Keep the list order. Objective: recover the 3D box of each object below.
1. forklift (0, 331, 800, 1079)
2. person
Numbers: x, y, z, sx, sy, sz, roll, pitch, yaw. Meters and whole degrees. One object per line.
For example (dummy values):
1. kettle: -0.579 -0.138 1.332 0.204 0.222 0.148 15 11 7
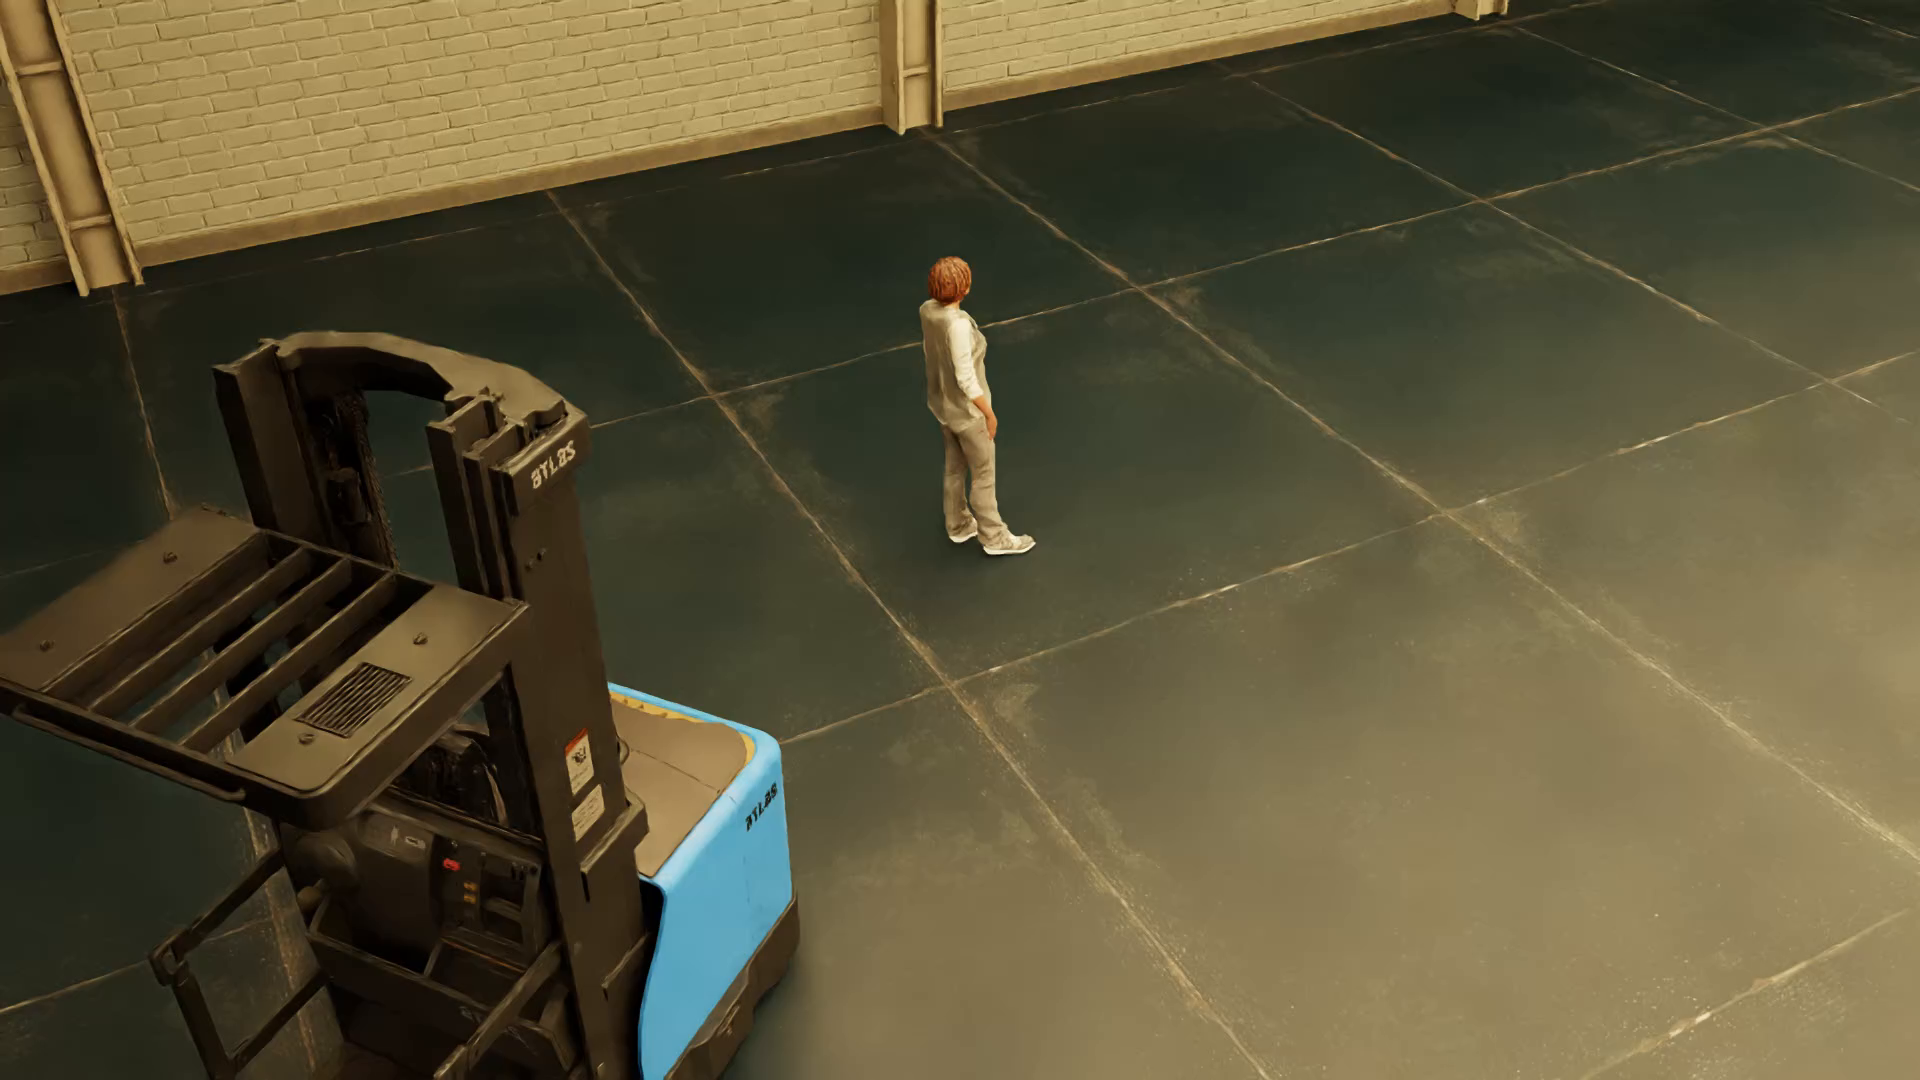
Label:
1. forklift: -1.686 1.026 4.672 1.130 2.935 3.031 15 38 20
2. person: 0.072 -0.662 8.222 0.474 1.576 0.521 -17 39 -23
